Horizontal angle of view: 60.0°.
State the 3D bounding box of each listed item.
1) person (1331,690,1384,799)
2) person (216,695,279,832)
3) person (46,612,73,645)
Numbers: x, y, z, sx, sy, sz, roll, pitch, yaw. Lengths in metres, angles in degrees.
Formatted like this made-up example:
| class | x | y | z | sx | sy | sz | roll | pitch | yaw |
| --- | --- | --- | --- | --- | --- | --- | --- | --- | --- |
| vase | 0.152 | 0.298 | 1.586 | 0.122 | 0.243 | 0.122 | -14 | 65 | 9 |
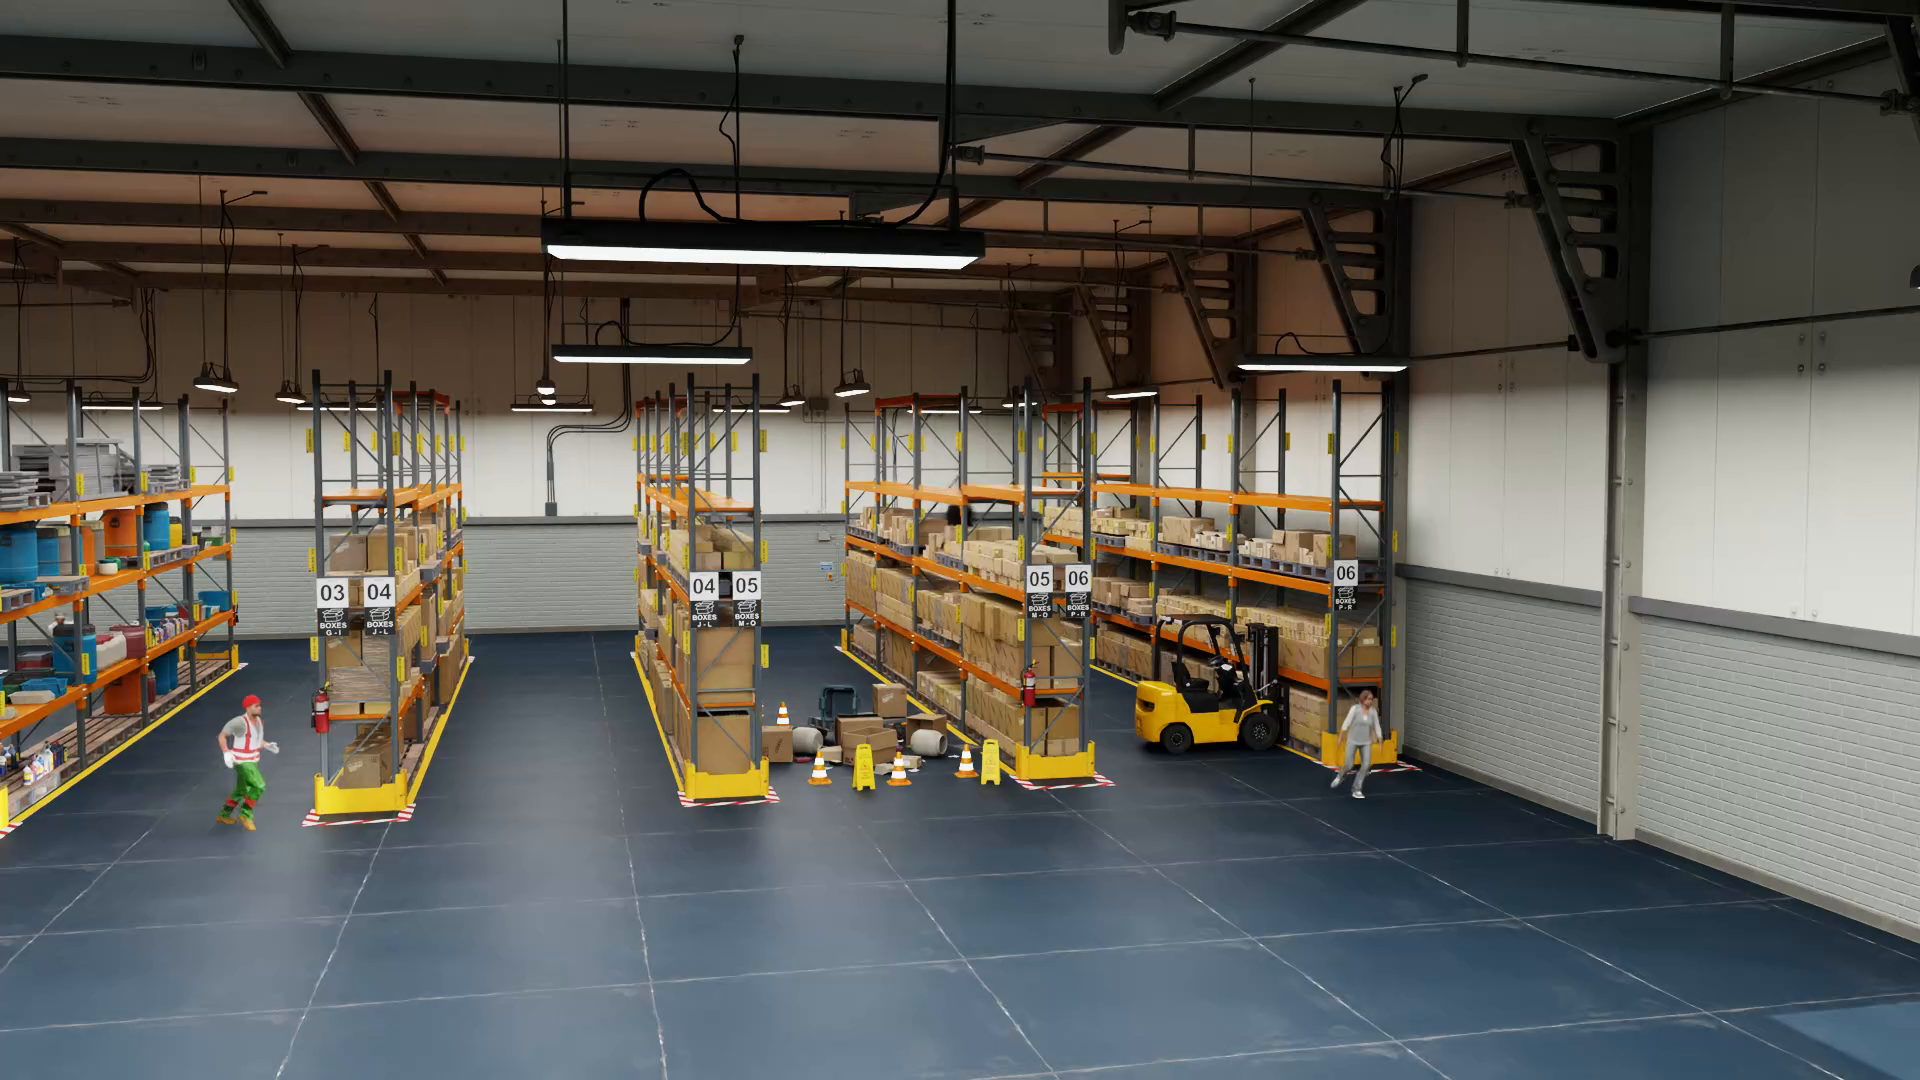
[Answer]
| class | x | y | z | sx | sy | sz | roll | pitch | yaw |
| --- | --- | --- | --- | --- | --- | --- | --- | --- | --- |
| person | 5.631 | 2.925 | 23.568 | 0.589 | 1.431 | 0.621 | 0 | 3 | -8 |
| person | -9.276 | 2.890 | 21.577 | 0.860 | 1.773 | 0.581 | 0 | 3 | 8 |
| person | -18.403 | 2.257 | 34.104 | 0.597 | 1.633 | 0.961 | -2 | 4 | -27 |
